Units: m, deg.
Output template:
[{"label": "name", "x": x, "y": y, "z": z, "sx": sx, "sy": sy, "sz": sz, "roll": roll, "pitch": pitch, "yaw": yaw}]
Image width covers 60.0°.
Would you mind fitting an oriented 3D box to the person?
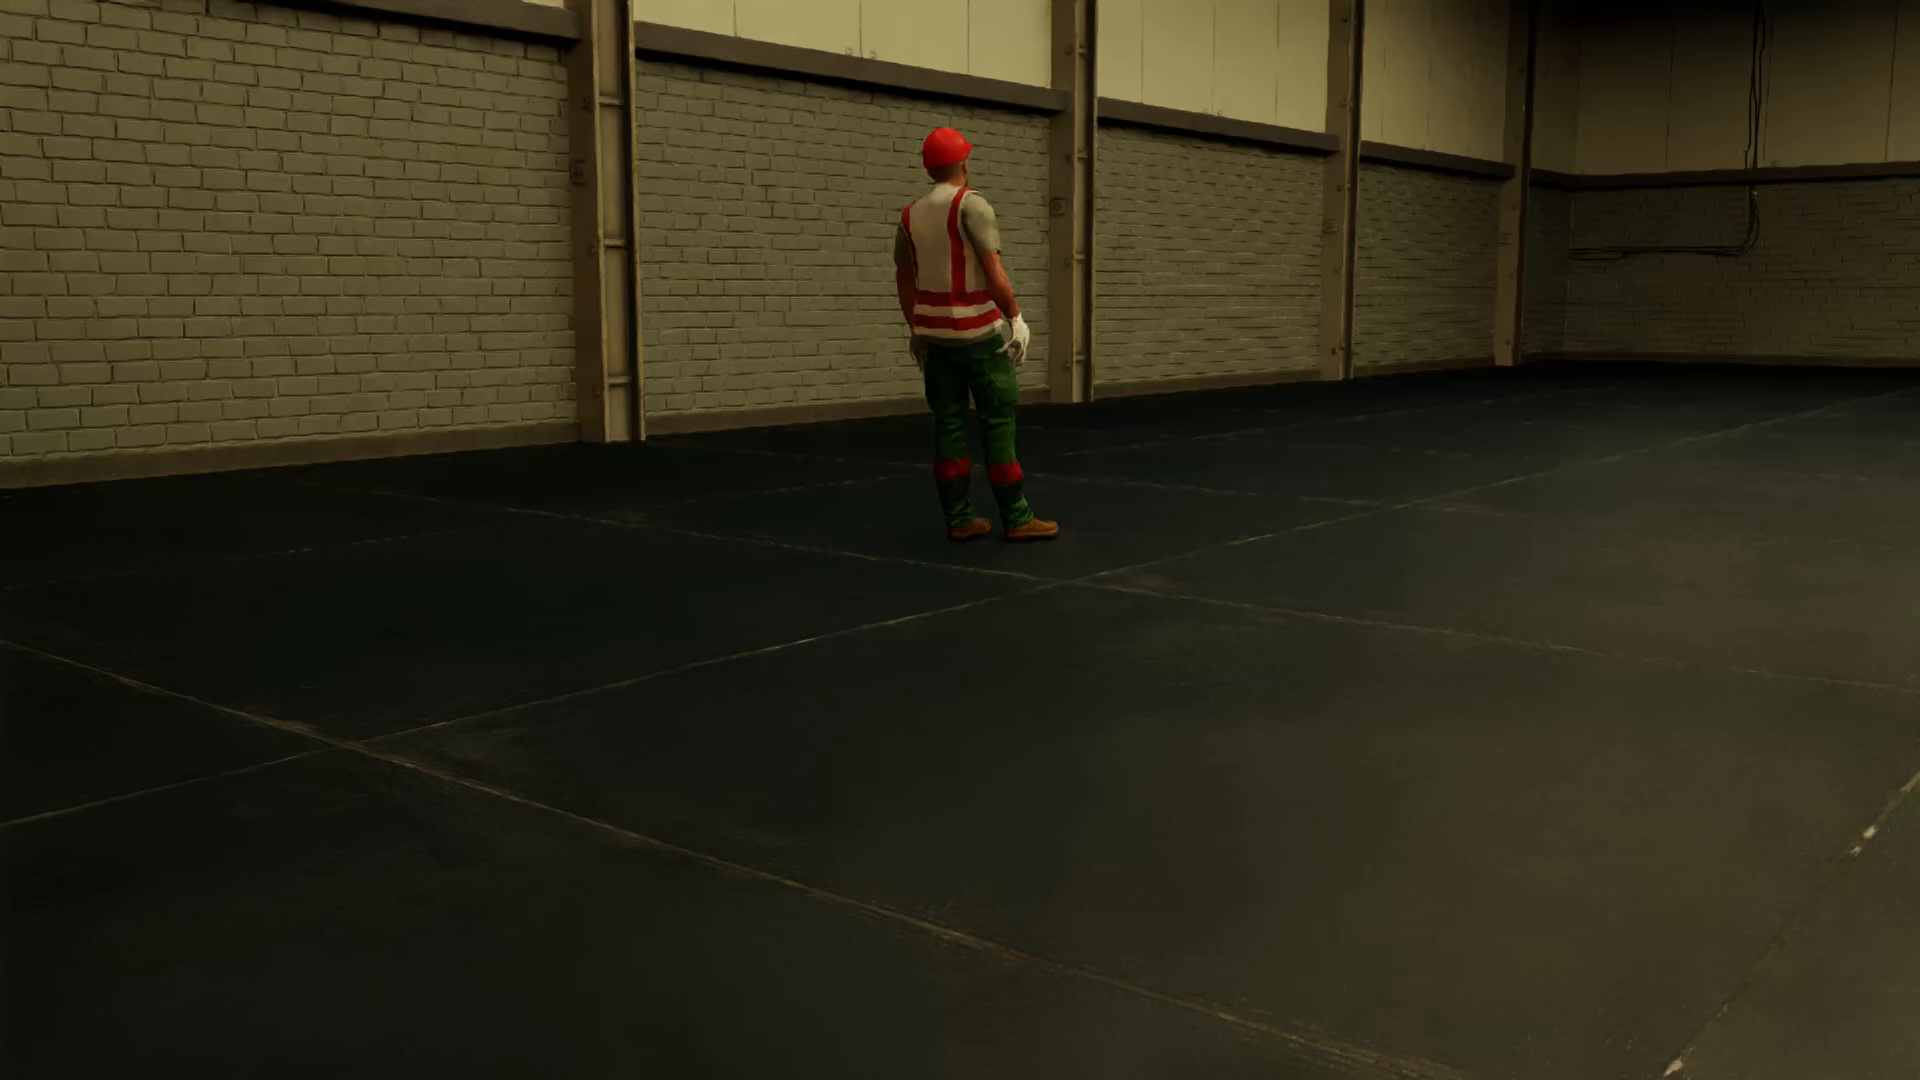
[{"label": "person", "x": 0.015, "y": -0.894, "z": 7.275, "sx": 0.637, "sy": 1.688, "sz": 0.422, "roll": 7, "pitch": 11, "yaw": 38}]
